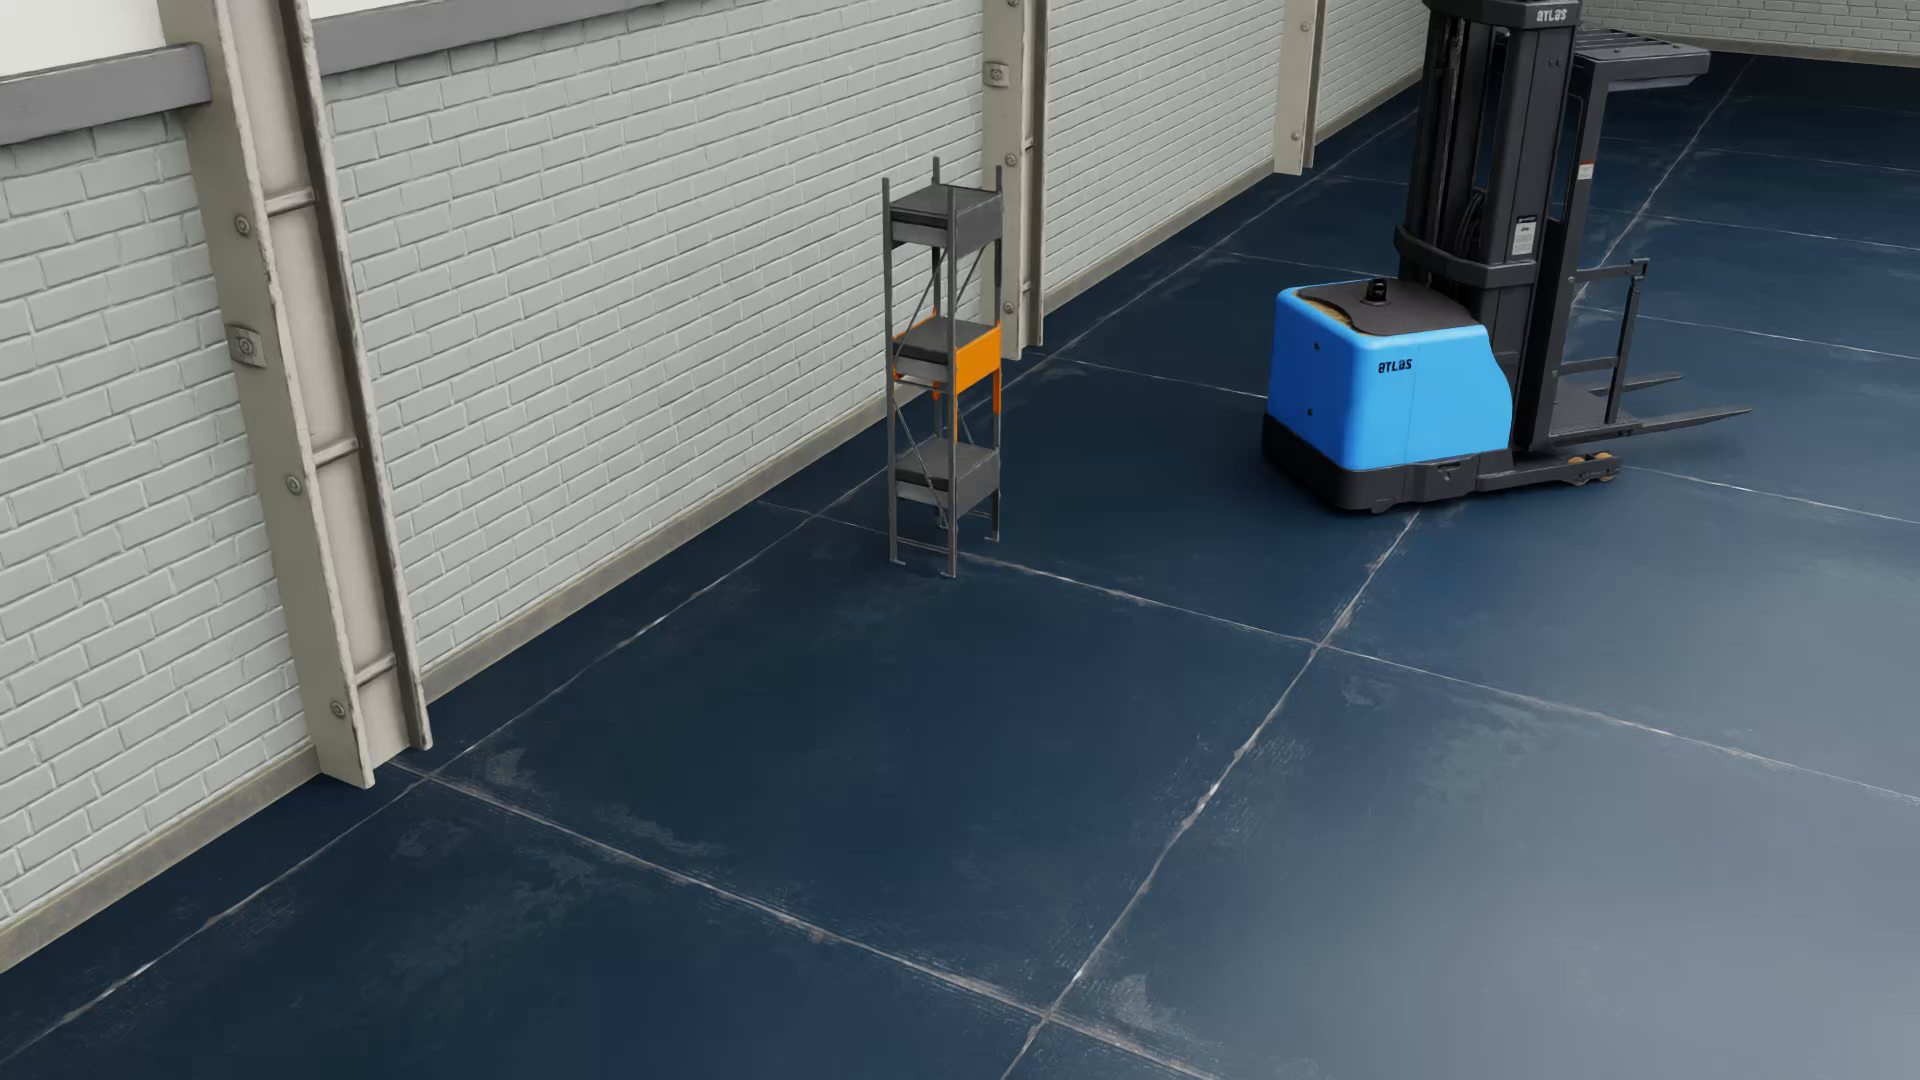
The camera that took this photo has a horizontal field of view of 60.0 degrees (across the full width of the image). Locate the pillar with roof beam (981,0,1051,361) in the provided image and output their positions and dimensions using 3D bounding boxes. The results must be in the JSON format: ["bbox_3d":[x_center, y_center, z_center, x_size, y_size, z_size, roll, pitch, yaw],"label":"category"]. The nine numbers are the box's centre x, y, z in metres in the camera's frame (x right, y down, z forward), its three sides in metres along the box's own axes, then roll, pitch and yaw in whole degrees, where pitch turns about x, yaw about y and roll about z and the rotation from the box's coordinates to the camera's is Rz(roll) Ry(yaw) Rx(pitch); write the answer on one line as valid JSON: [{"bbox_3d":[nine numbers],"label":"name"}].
[{"bbox_3d":[4.121,-4.457,8.100,9.100,9.000,0.400,14,30,26],"label":"pillar with roof beam"}]

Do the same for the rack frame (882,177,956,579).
[{"bbox_3d":[-0.201,-0.779,8.461,0.400,2.100,0.015,14,30,26],"label":"rack frame"}]

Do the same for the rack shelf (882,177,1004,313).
[{"bbox_3d":[-0.081,-1.488,8.344,0.431,0.518,0.480,14,30,26],"label":"rack shelf"}]

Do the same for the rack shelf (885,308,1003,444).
[{"bbox_3d":[-0.081,-0.862,8.657,0.431,0.518,0.480,14,30,26],"label":"rack shelf"}]

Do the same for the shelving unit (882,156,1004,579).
[{"bbox_3d":[-0.081,-0.874,8.651,0.431,2.100,0.503,14,30,26],"label":"shelving unit"}]

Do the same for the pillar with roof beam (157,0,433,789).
[{"bbox_3d":[1.170,-2.118,3.429,9.100,9.000,0.400,14,30,26],"label":"pillar with roof beam"}]

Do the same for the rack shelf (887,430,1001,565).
[{"bbox_3d":[-0.081,-0.236,8.971,0.431,0.518,0.480,14,30,26],"label":"rack shelf"}]

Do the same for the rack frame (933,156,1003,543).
[{"bbox_3d":[0.039,-0.970,8.841,0.400,2.100,0.015,14,30,26],"label":"rack frame"}]

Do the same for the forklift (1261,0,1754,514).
[{"bbox_3d":[3.426,-1.849,9.669,3.031,2.935,1.130,-9,28,-17],"label":"forklift"}]

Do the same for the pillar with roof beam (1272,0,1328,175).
[{"bbox_3d":[7.073,-6.795,12.771,9.100,9.000,0.400,14,30,26],"label":"pillar with roof beam"}]
